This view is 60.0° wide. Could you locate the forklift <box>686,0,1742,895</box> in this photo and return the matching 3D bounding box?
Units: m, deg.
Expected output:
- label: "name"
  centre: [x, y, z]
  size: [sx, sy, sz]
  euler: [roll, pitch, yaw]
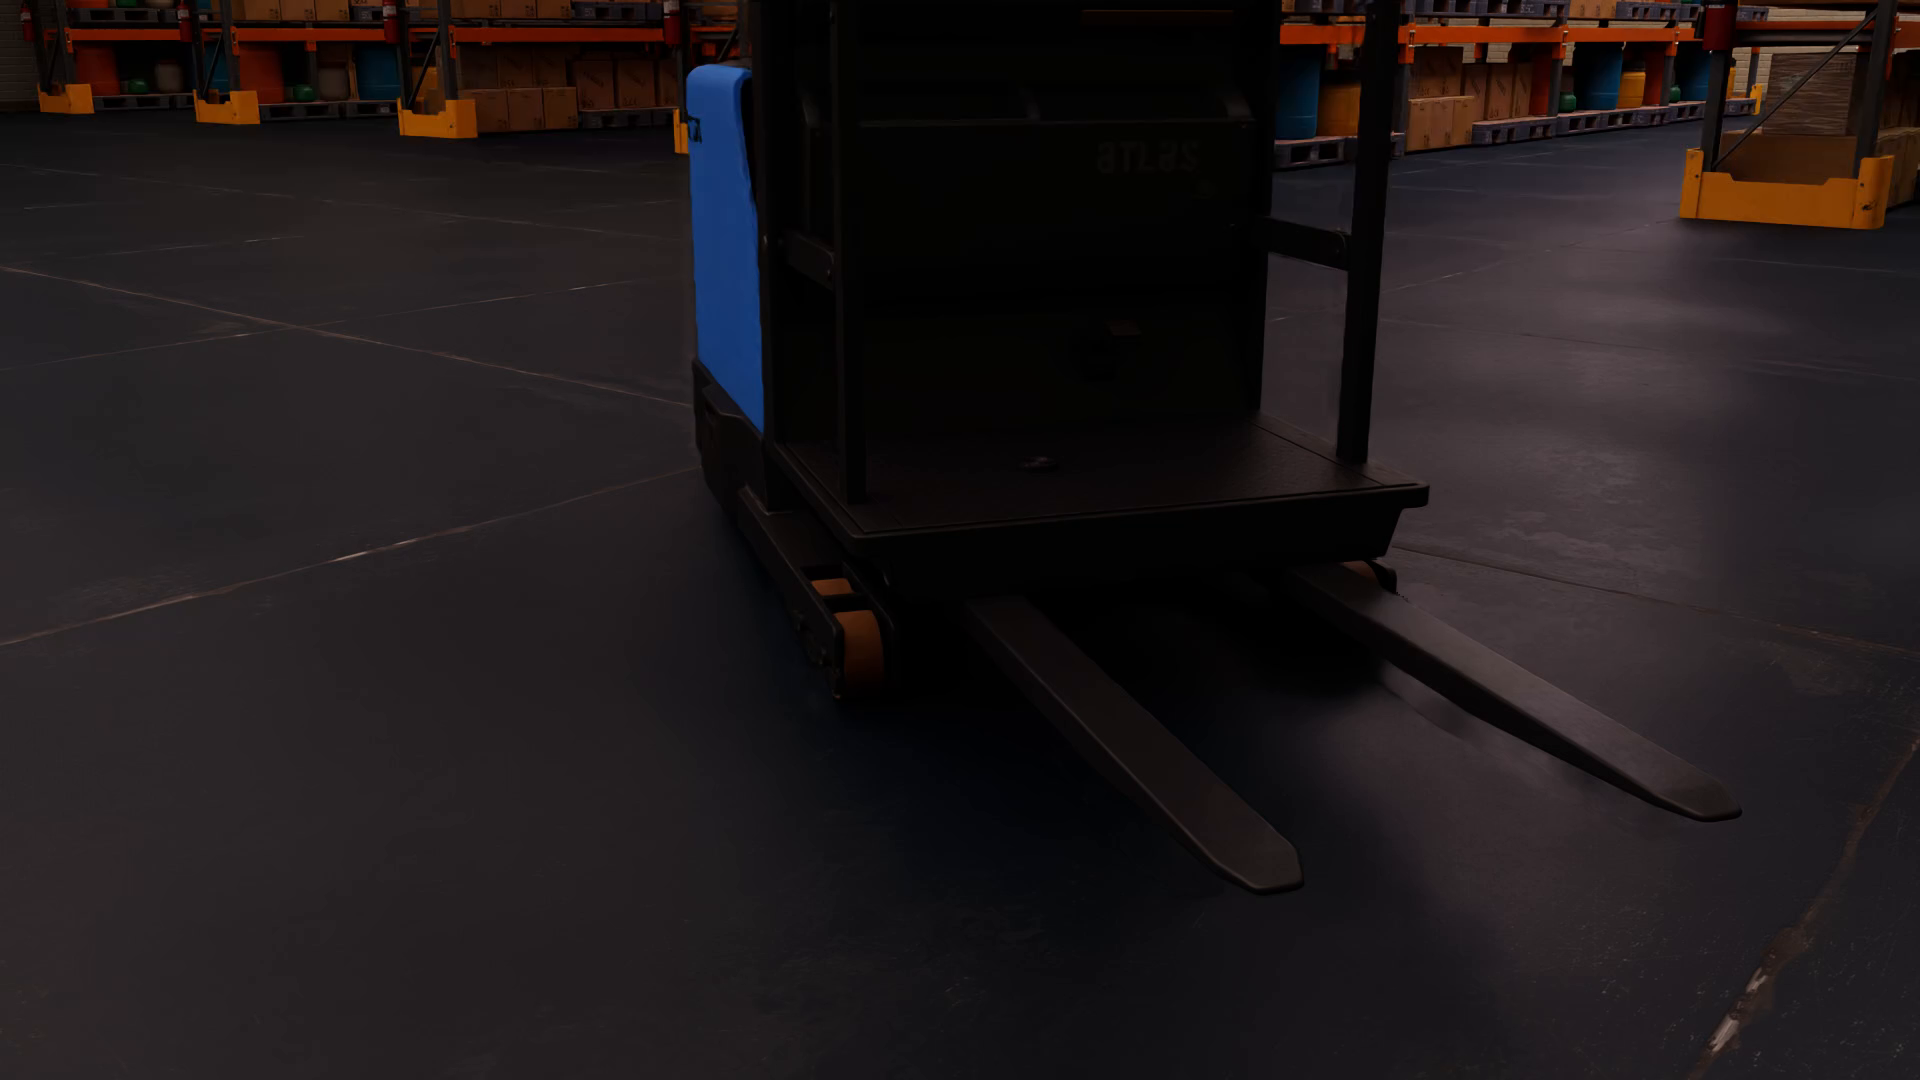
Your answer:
- label: "forklift"
  centre: [0.203, -1.242, 2.989]
  size: [1.130, 2.935, 3.031]
  euler: [-5, 18, -17]
